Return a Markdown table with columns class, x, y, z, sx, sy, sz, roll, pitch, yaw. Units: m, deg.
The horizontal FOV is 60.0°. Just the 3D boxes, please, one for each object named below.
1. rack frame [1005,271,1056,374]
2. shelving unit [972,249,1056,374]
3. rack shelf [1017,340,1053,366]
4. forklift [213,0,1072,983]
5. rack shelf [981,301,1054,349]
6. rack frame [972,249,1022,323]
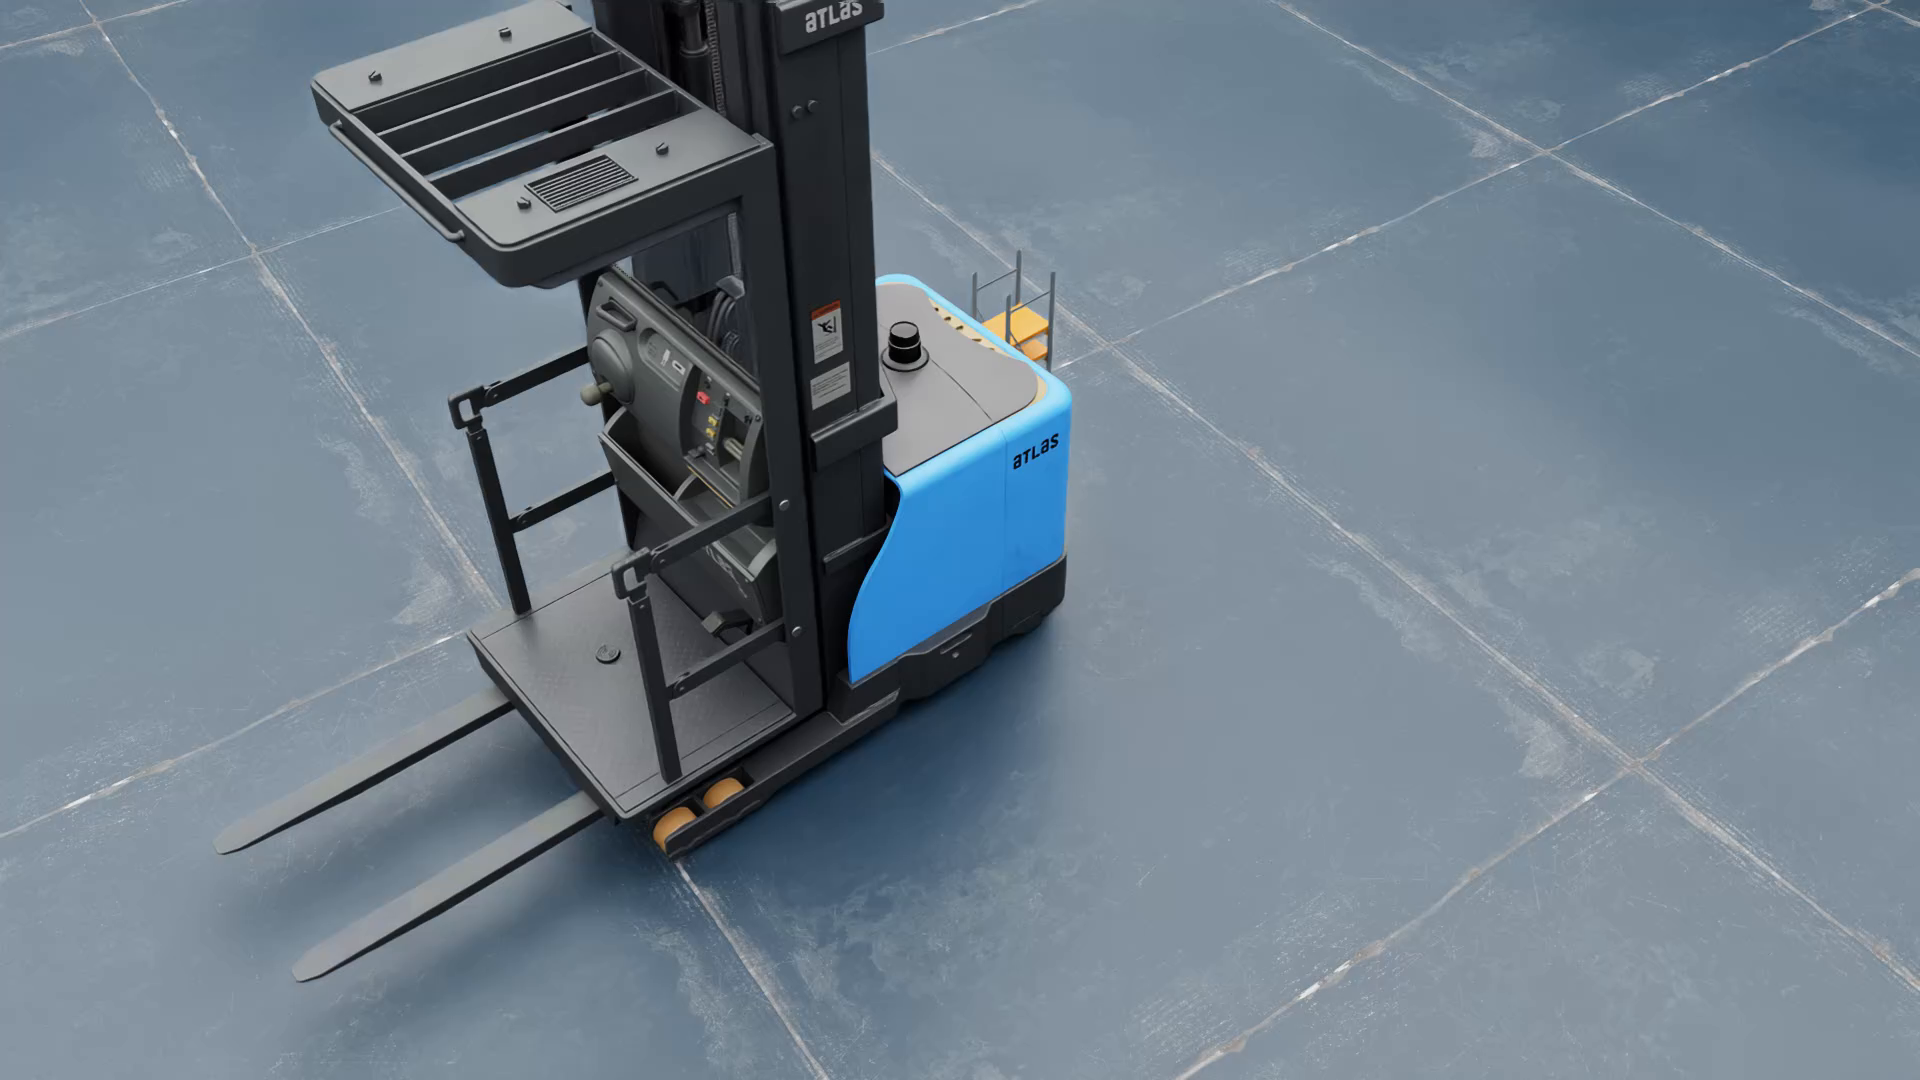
| class | x | y | z | sx | sy | sz | roll | pitch | yaw |
| --- | --- | --- | --- | --- | --- | --- | --- | --- | --- |
| rack frame | 0.256 | -0.489 | 6.394 | 0.240 | 1.200 | 0.006 | -31 | 52 | -28 |
| shelving unit | 0.196 | -0.537 | 6.443 | 0.258 | 1.200 | 0.189 | -31 | 52 | -28 |
| rack shelf | 0.196 | -0.678 | 6.308 | 0.258 | 0.103 | 0.180 | -31 | 52 | -28 |
| forklift | -1.051 | -0.406 | 5.053 | 3.031 | 2.935 | 1.130 | -30 | 51 | -28 |
| rack shelf | 0.196 | -0.765 | 6.225 | 0.258 | 0.103 | 0.180 | -31 | 52 | -28 |
| rack frame | 0.135 | -0.584 | 6.493 | 0.240 | 1.200 | 0.006 | -31 | 52 | -28 |
